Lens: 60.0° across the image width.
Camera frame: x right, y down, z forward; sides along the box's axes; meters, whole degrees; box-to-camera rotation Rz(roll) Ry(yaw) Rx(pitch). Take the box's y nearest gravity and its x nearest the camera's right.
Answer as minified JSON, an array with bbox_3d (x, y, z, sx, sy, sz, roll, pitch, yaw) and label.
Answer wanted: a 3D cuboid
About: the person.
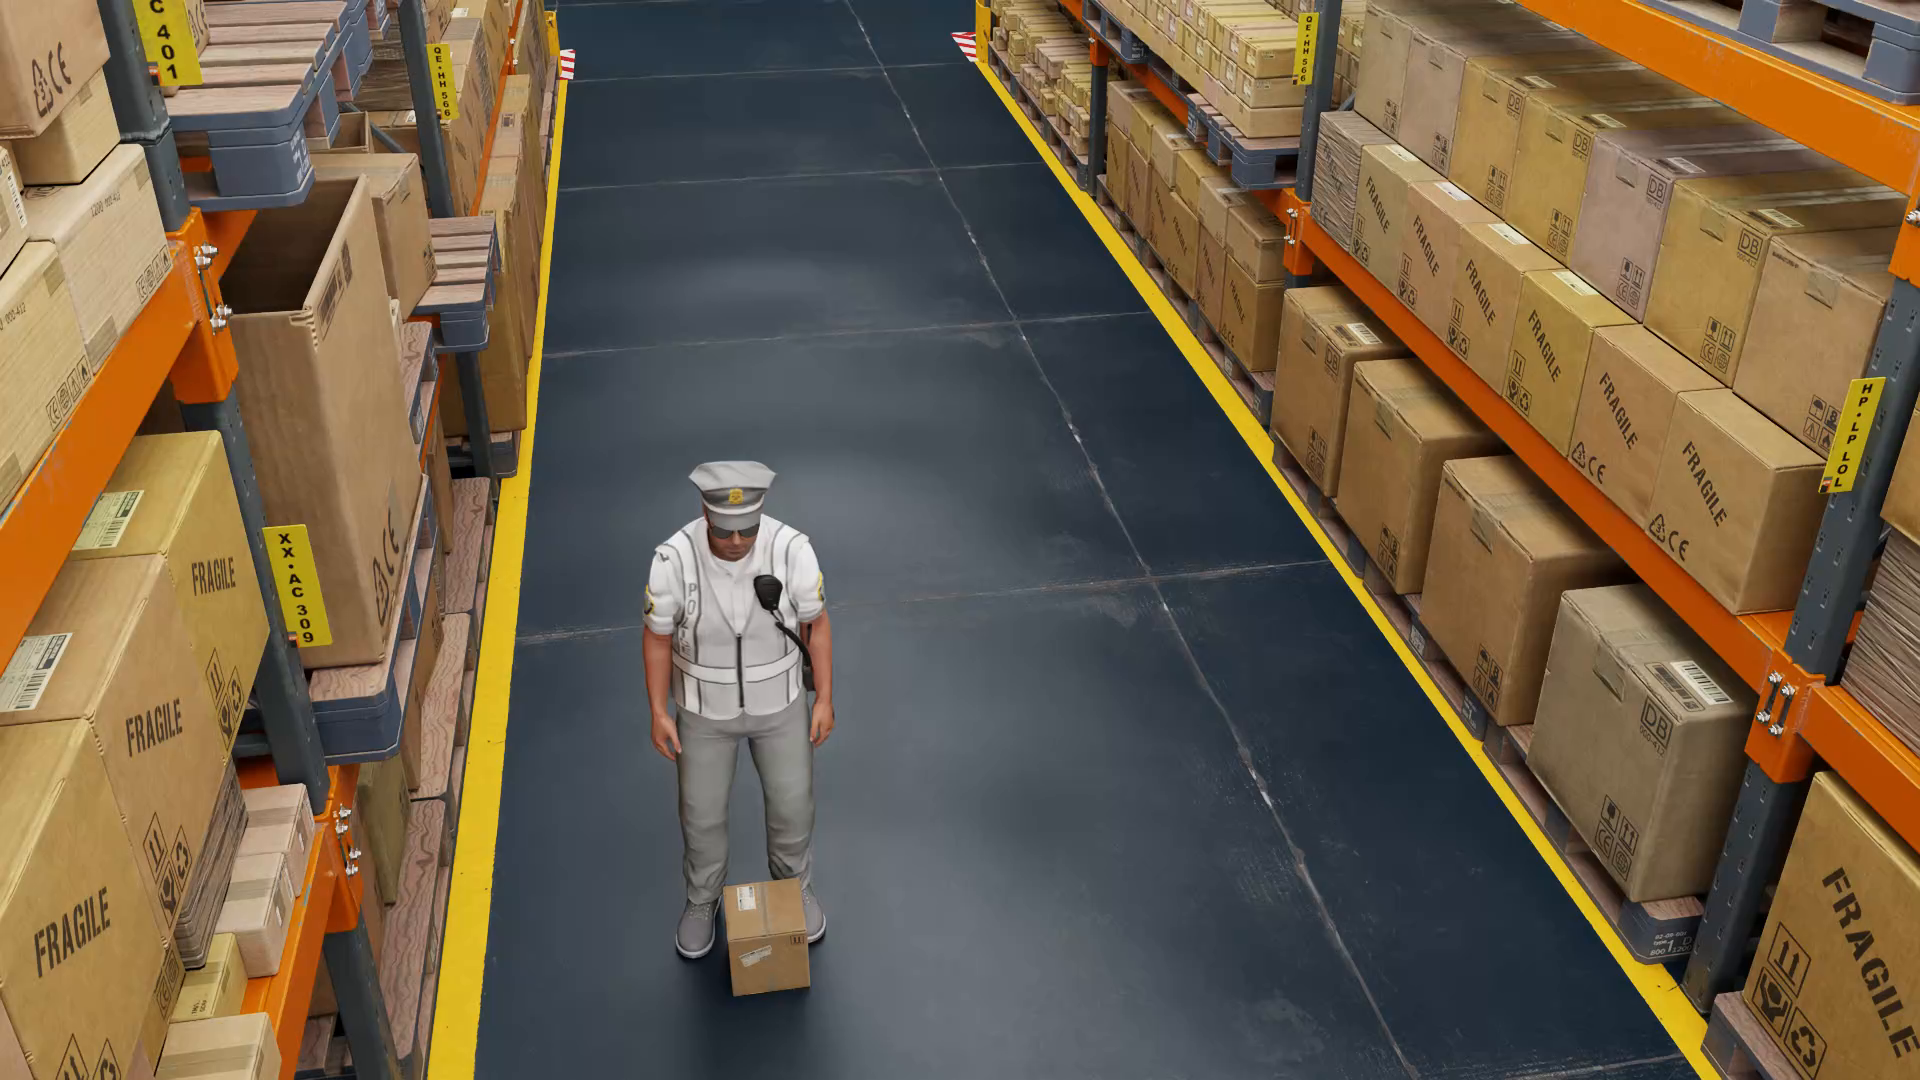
[{"bbox_3d":[-0.691,0.508,5.261,0.586,1.748,0.439,-5,31,-9],"label":"person"}]
